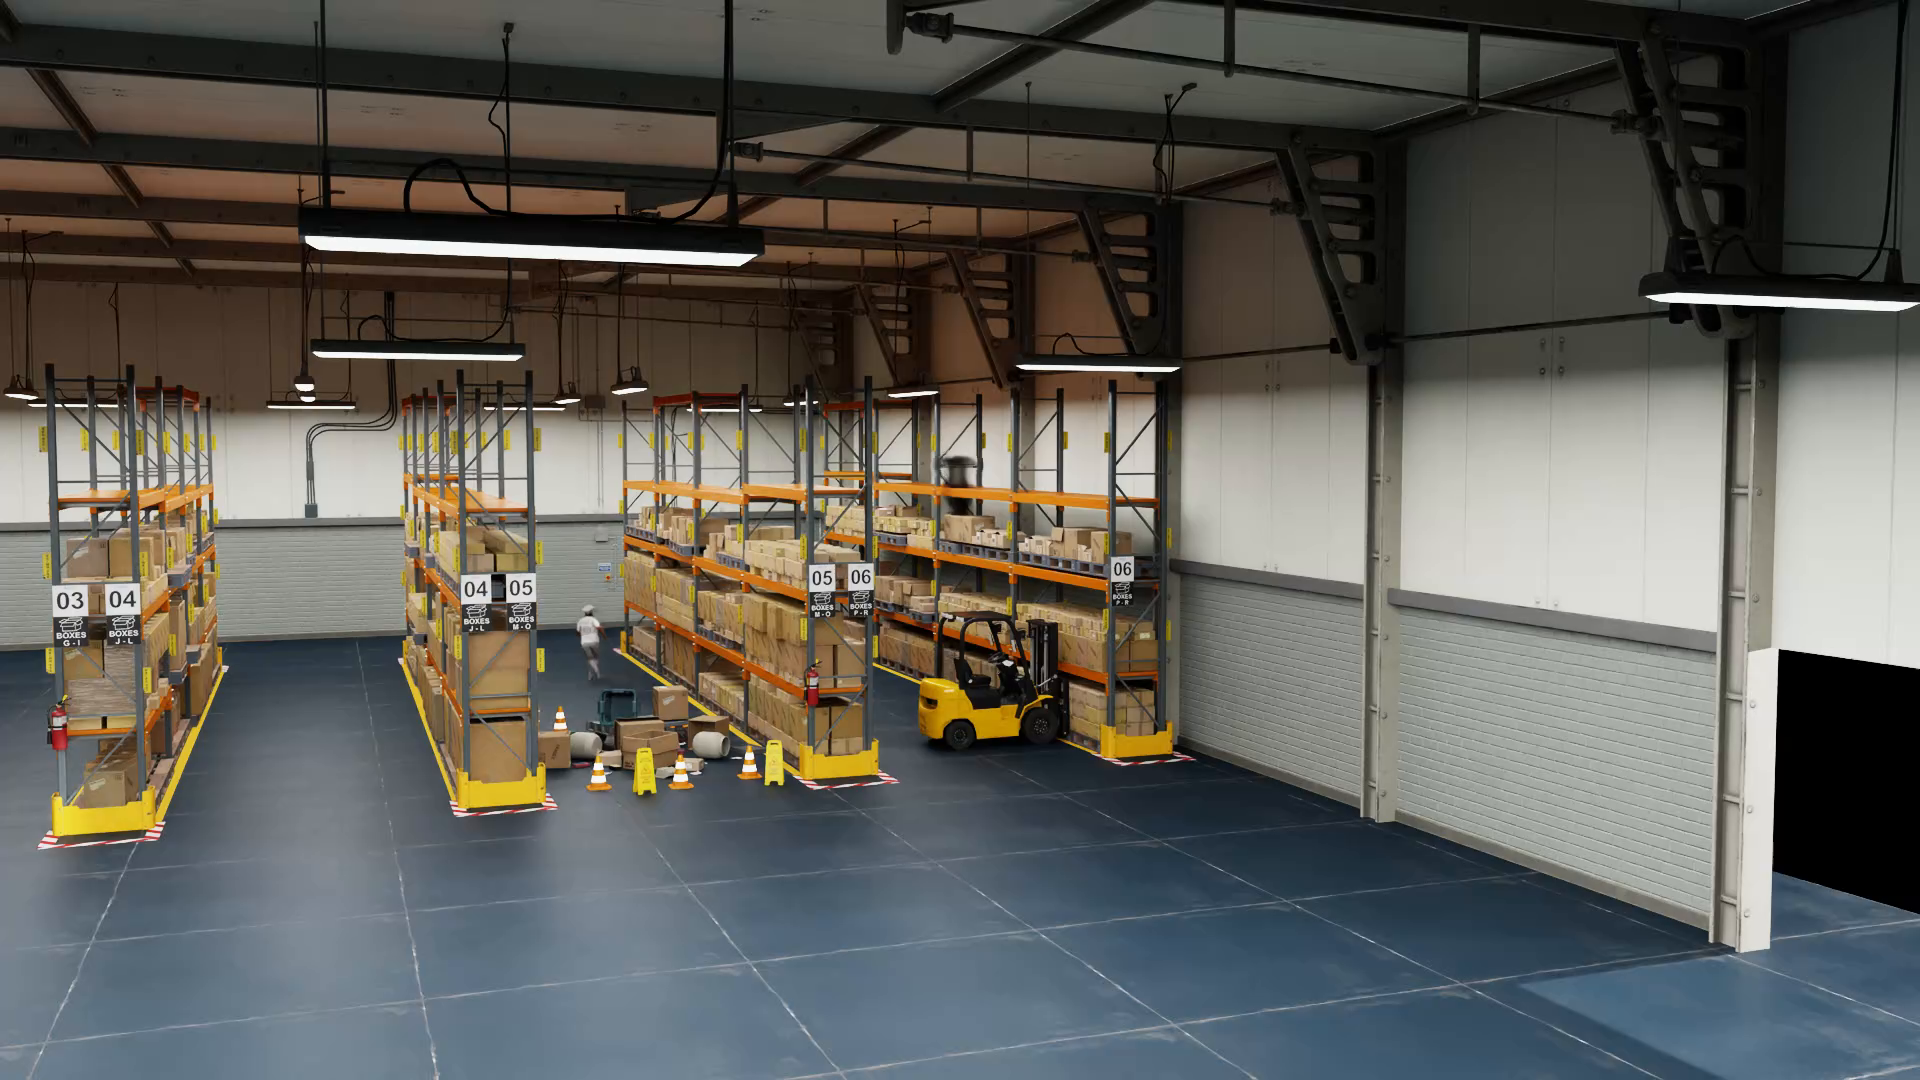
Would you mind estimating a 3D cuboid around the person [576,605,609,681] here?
[{"bbox_3d":[-7.718,2.190,34.860,0.697,1.629,0.595,0,3,-3],"label":"person"}]
